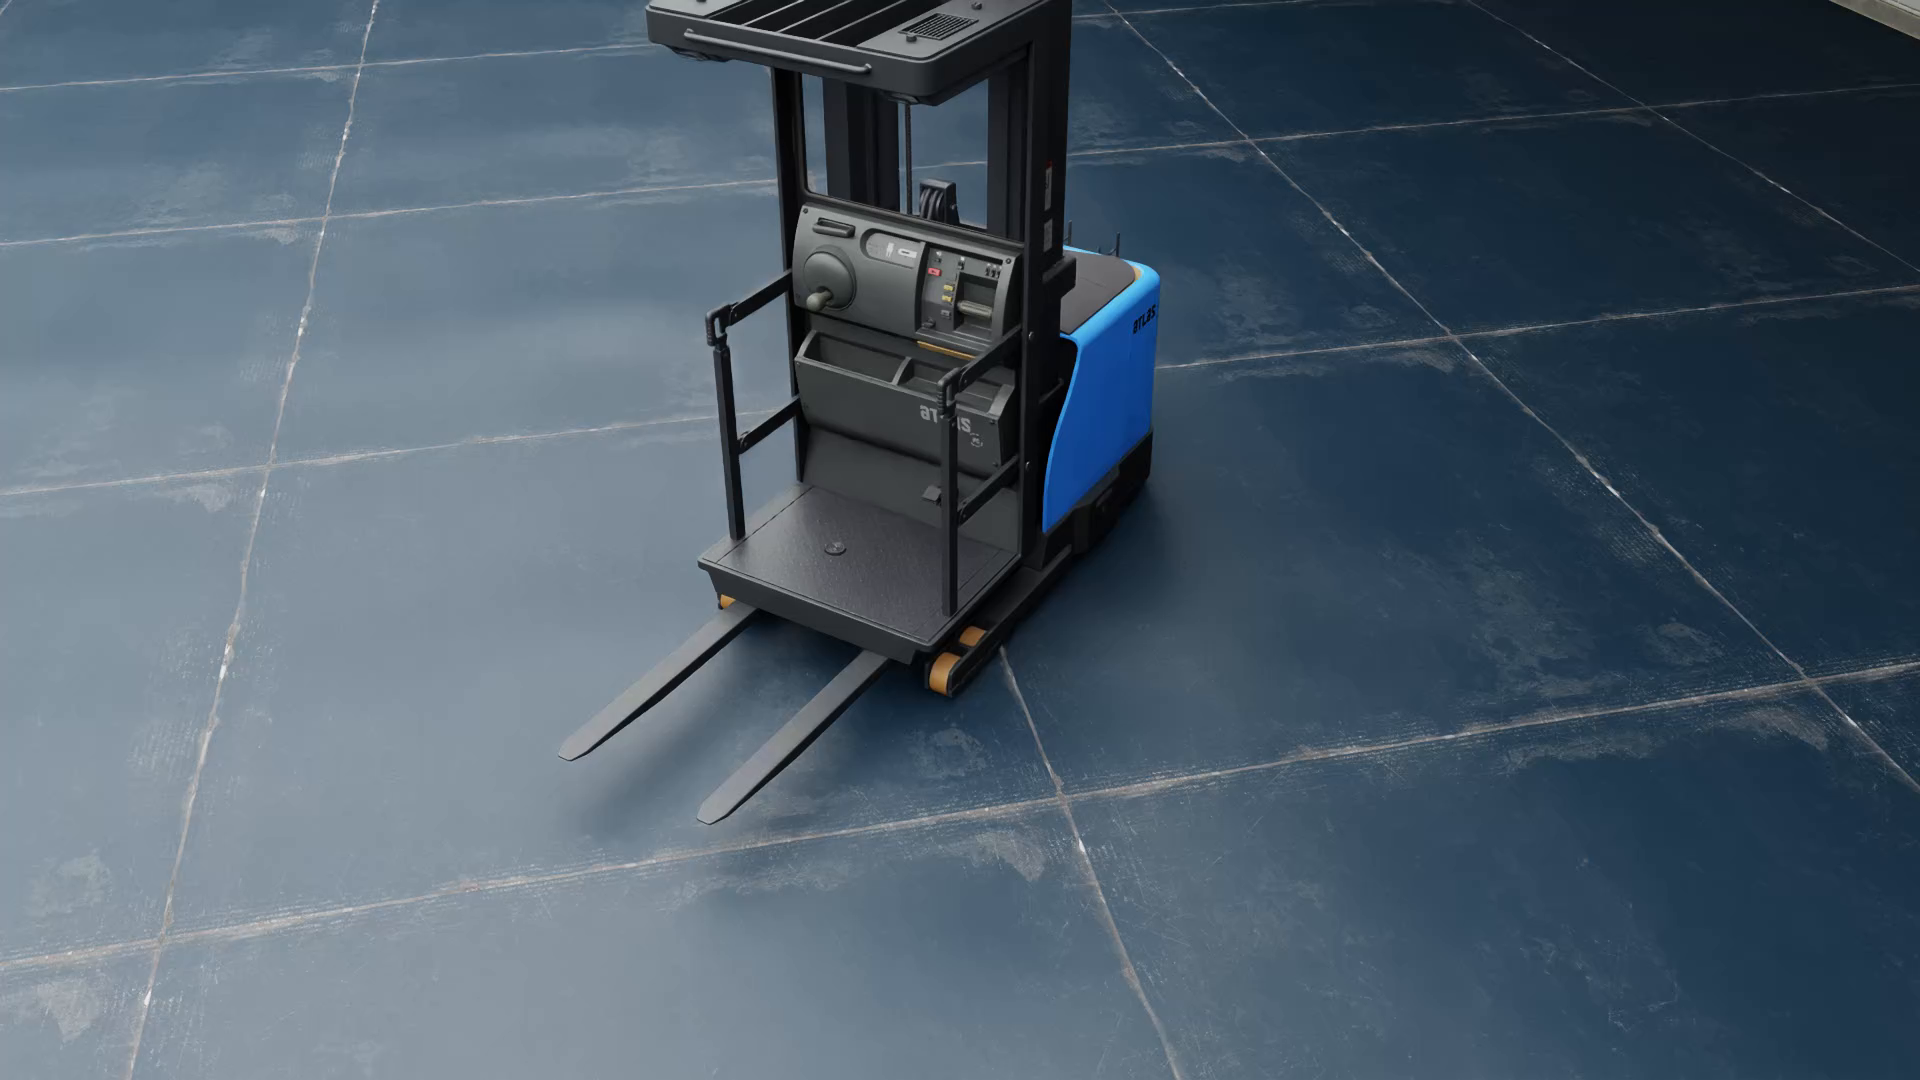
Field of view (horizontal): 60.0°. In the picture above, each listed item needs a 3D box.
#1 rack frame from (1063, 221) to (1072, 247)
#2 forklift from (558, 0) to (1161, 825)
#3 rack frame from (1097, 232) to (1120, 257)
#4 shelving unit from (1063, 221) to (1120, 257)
[{"bbox_3d":[0.450,-0.960,7.738,0.008,1.050,0.200,19,38,26],"label":"rack frame"},{"bbox_3d":[-0.325,-0.916,5.985,1.130,2.935,3.031,19,38,25],"label":"forklift"},{"bbox_3d":[0.657,-0.888,7.631,0.008,1.050,0.200,19,38,26],"label":"rack frame"},{"bbox_3d":[0.553,-0.924,7.684,0.252,1.050,0.215,19,38,26],"label":"shelving unit"}]
